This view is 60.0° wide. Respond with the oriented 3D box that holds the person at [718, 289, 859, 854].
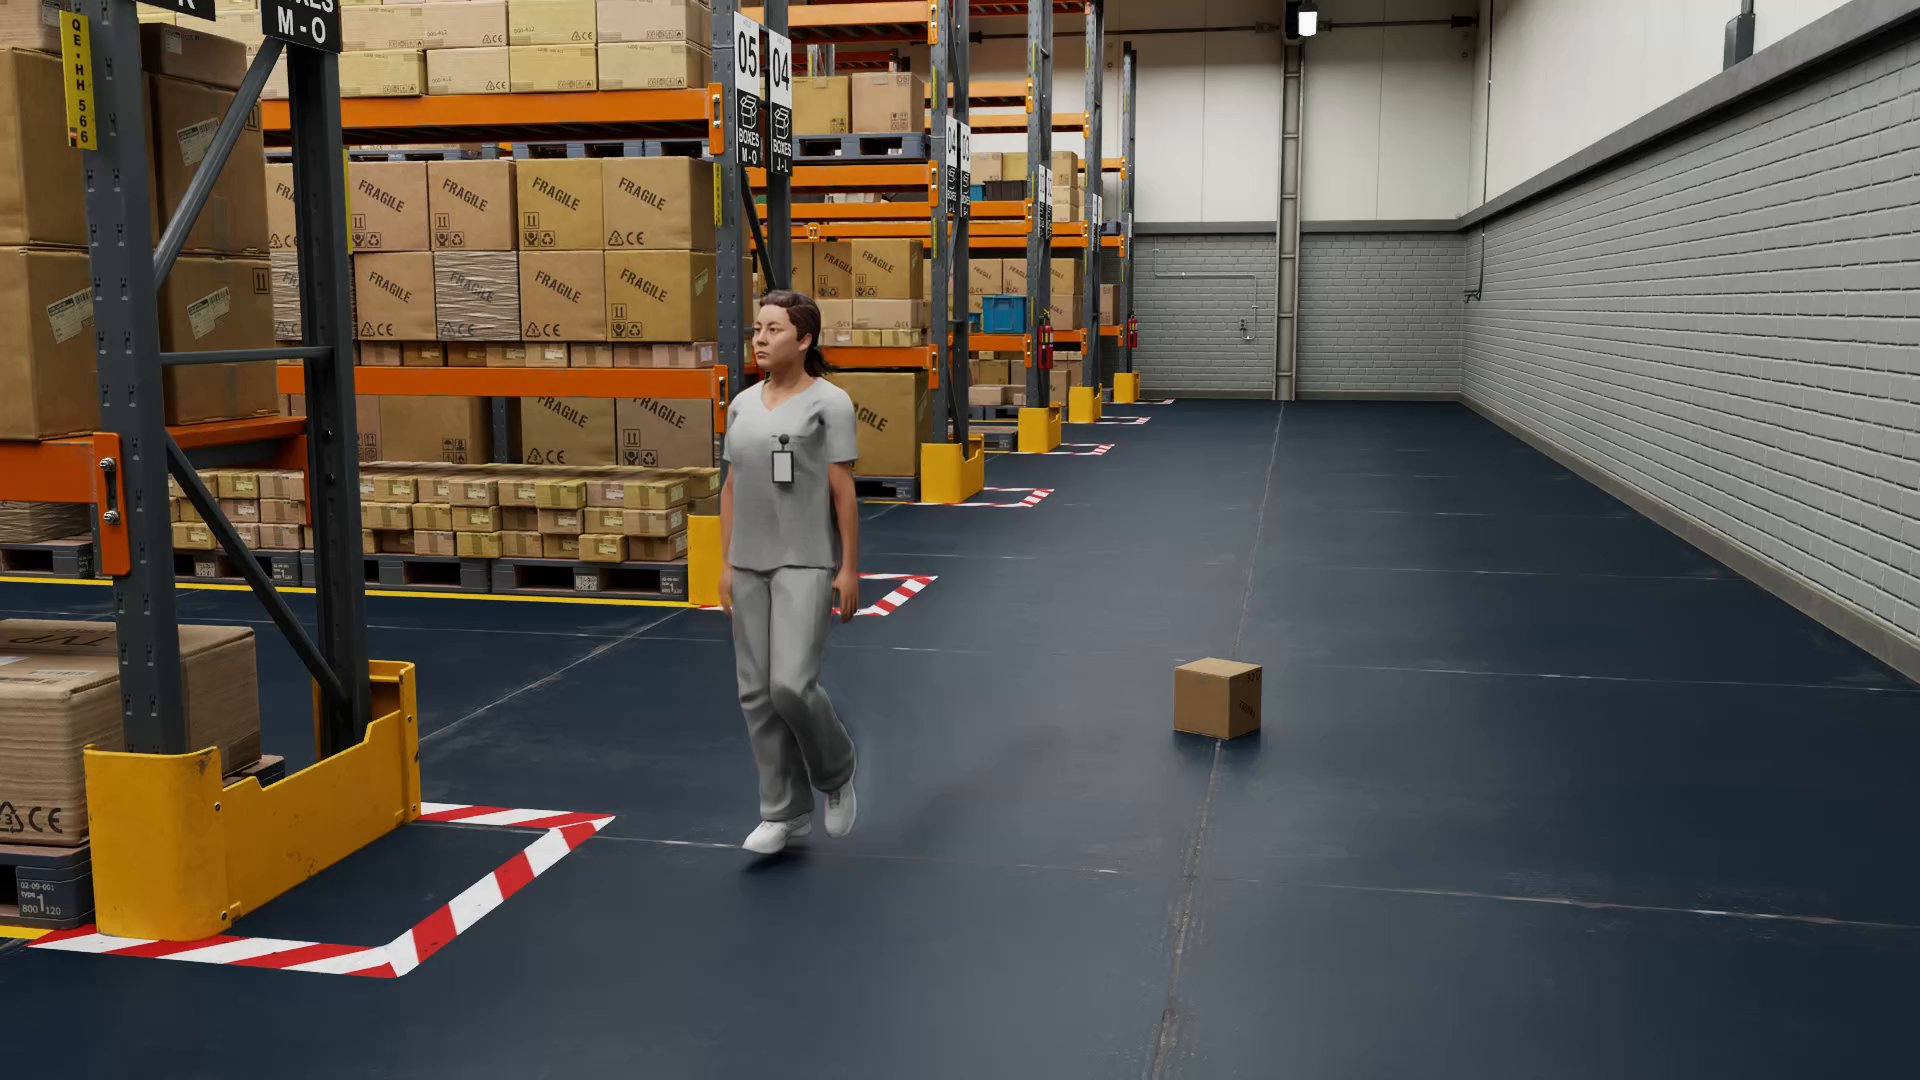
[{"bbox_3d":[-0.524,0.099,4.936,0.467,1.662,0.471,4,9,27],"label":"person"}]
